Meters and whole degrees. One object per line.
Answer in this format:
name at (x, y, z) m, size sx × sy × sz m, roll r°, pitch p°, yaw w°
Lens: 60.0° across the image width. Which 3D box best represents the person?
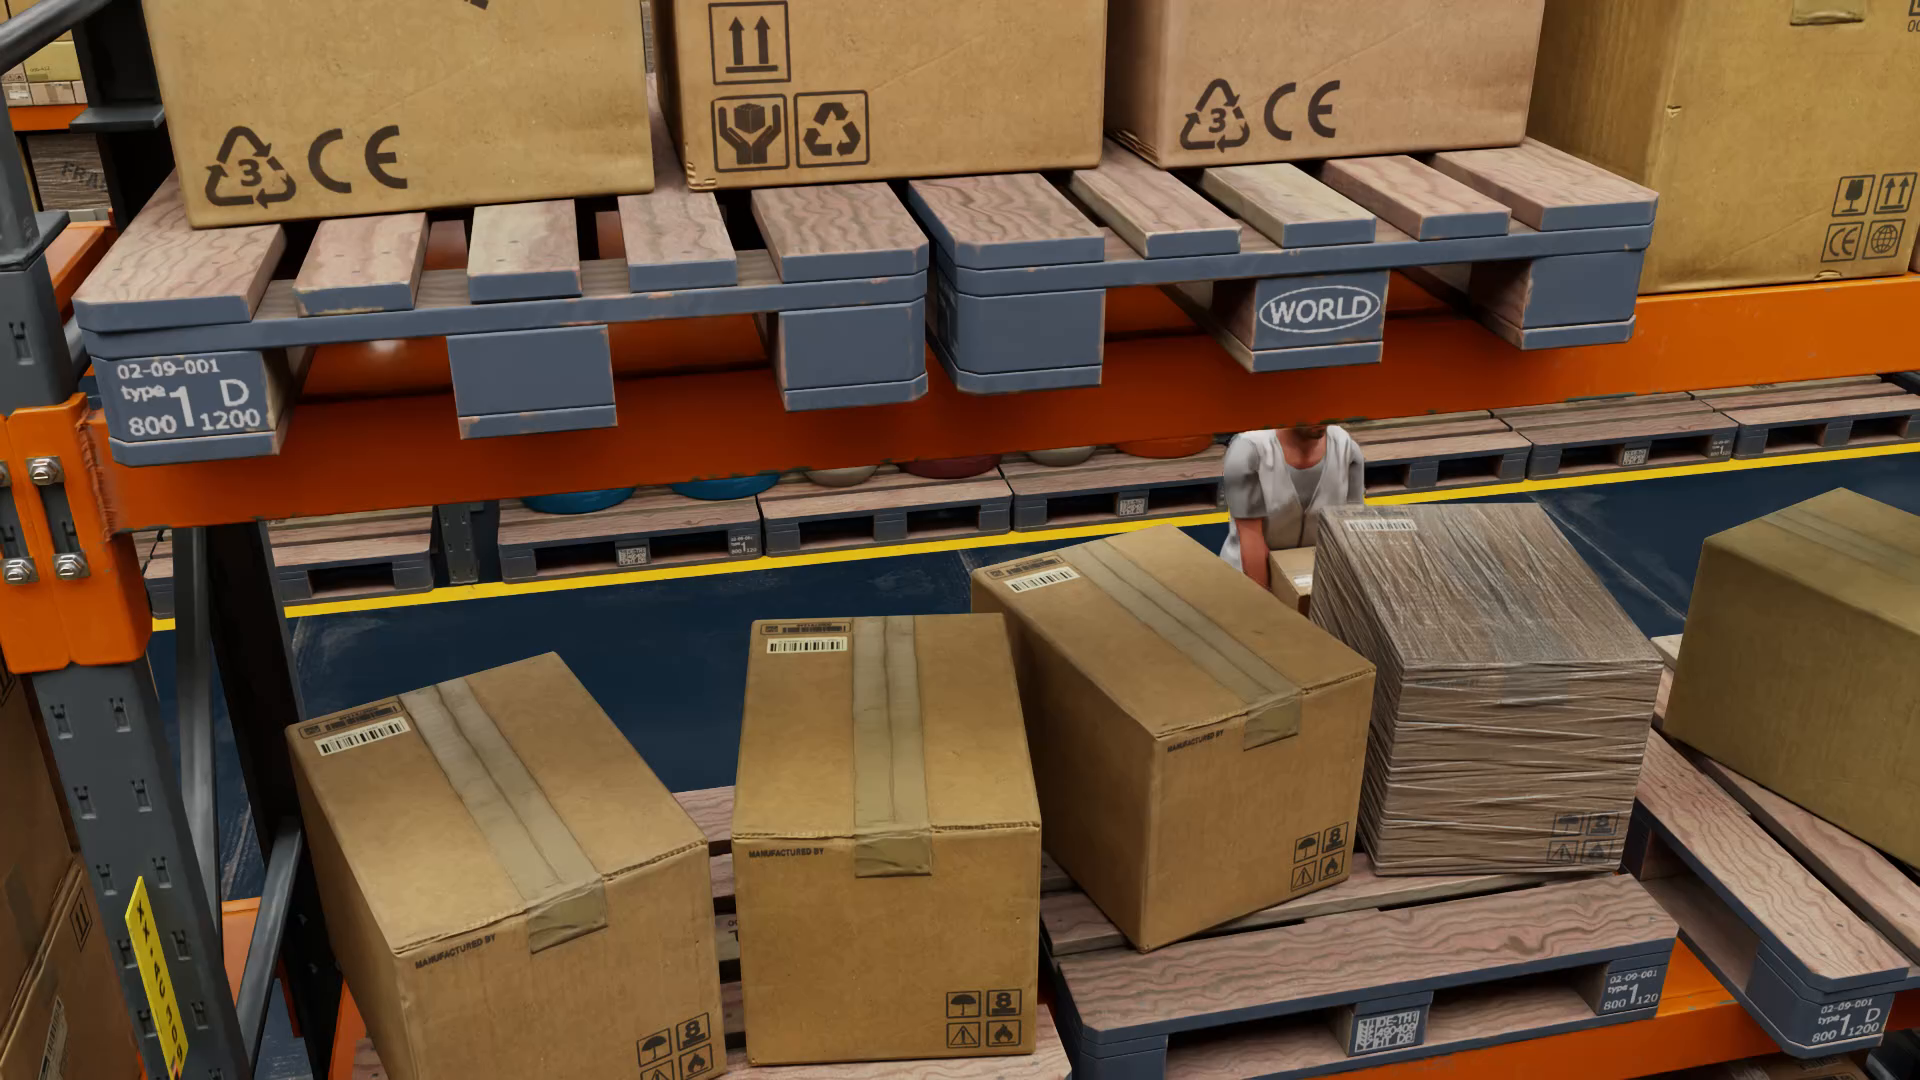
person at (1.127, 0.228, 5.633) m, size 0.495 × 1.785 × 0.565 m, roll -6°, pitch 27°, yaw -12°
